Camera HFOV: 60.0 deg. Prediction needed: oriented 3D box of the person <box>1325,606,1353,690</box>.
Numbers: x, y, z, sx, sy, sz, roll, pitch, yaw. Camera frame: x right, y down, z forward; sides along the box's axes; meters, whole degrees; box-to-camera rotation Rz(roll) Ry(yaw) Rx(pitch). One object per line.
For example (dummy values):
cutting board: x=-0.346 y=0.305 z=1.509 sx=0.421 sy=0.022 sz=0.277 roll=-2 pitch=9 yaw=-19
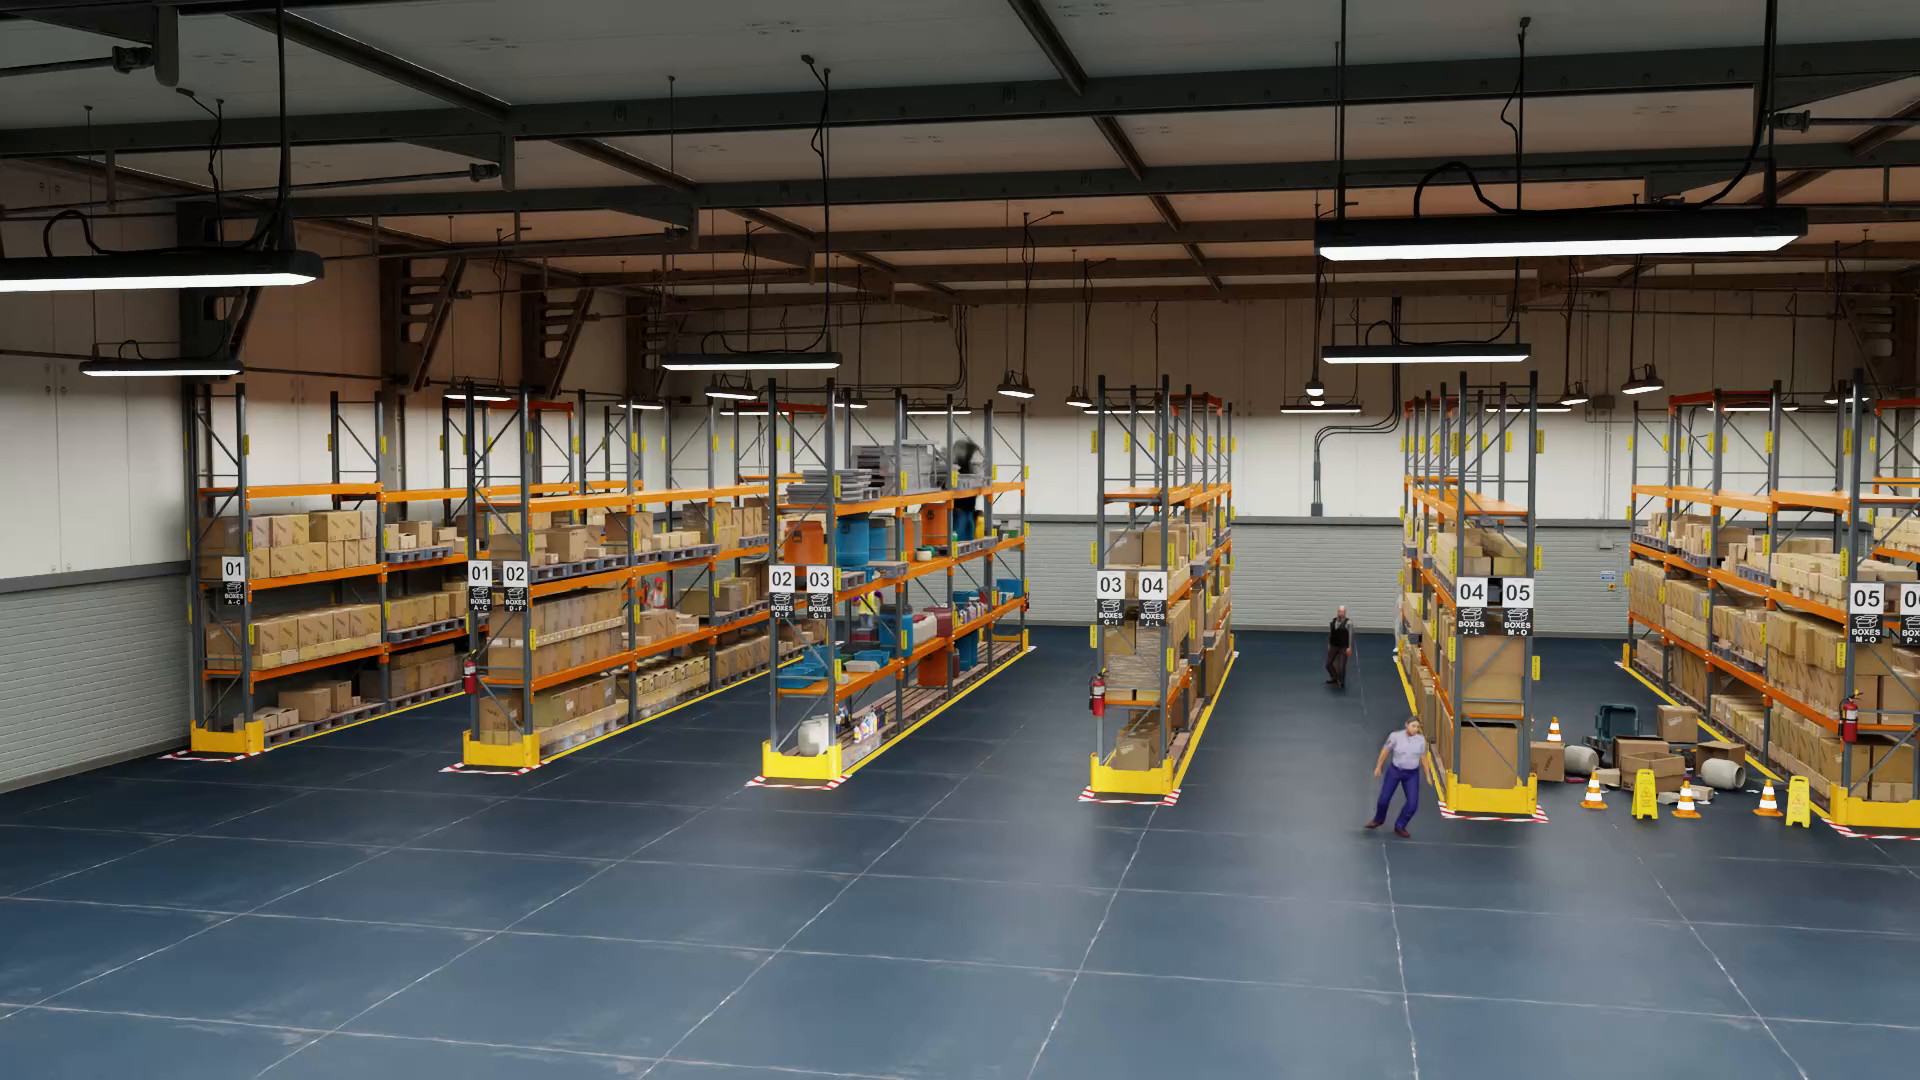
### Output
person: x=7.760 y=2.209 z=34.010 sx=0.638 sy=1.742 sz=0.461 roll=3 pitch=4 yaw=41

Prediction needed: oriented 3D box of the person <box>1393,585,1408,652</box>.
person: x=10.763 y=1.866 z=40.214 sx=0.854 sy=1.645 sz=0.565 roll=-2 pitch=4 yaw=-34

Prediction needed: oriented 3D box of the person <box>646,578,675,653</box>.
person: x=-7.244 y=1.815 z=40.168 sx=0.632 sy=1.828 sz=0.842 roll=0 pitch=3 yaw=8

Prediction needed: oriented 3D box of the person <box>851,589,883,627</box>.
person: x=-2.119 y=1.740 z=37.715 sx=0.663 sy=1.867 sz=0.835 roll=1 pitch=3 yaw=9

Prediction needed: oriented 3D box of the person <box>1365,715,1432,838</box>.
person: x=5.617 y=3.012 z=21.303 sx=0.748 sy=1.585 sz=0.592 roll=0 pitch=3 yaw=-2
